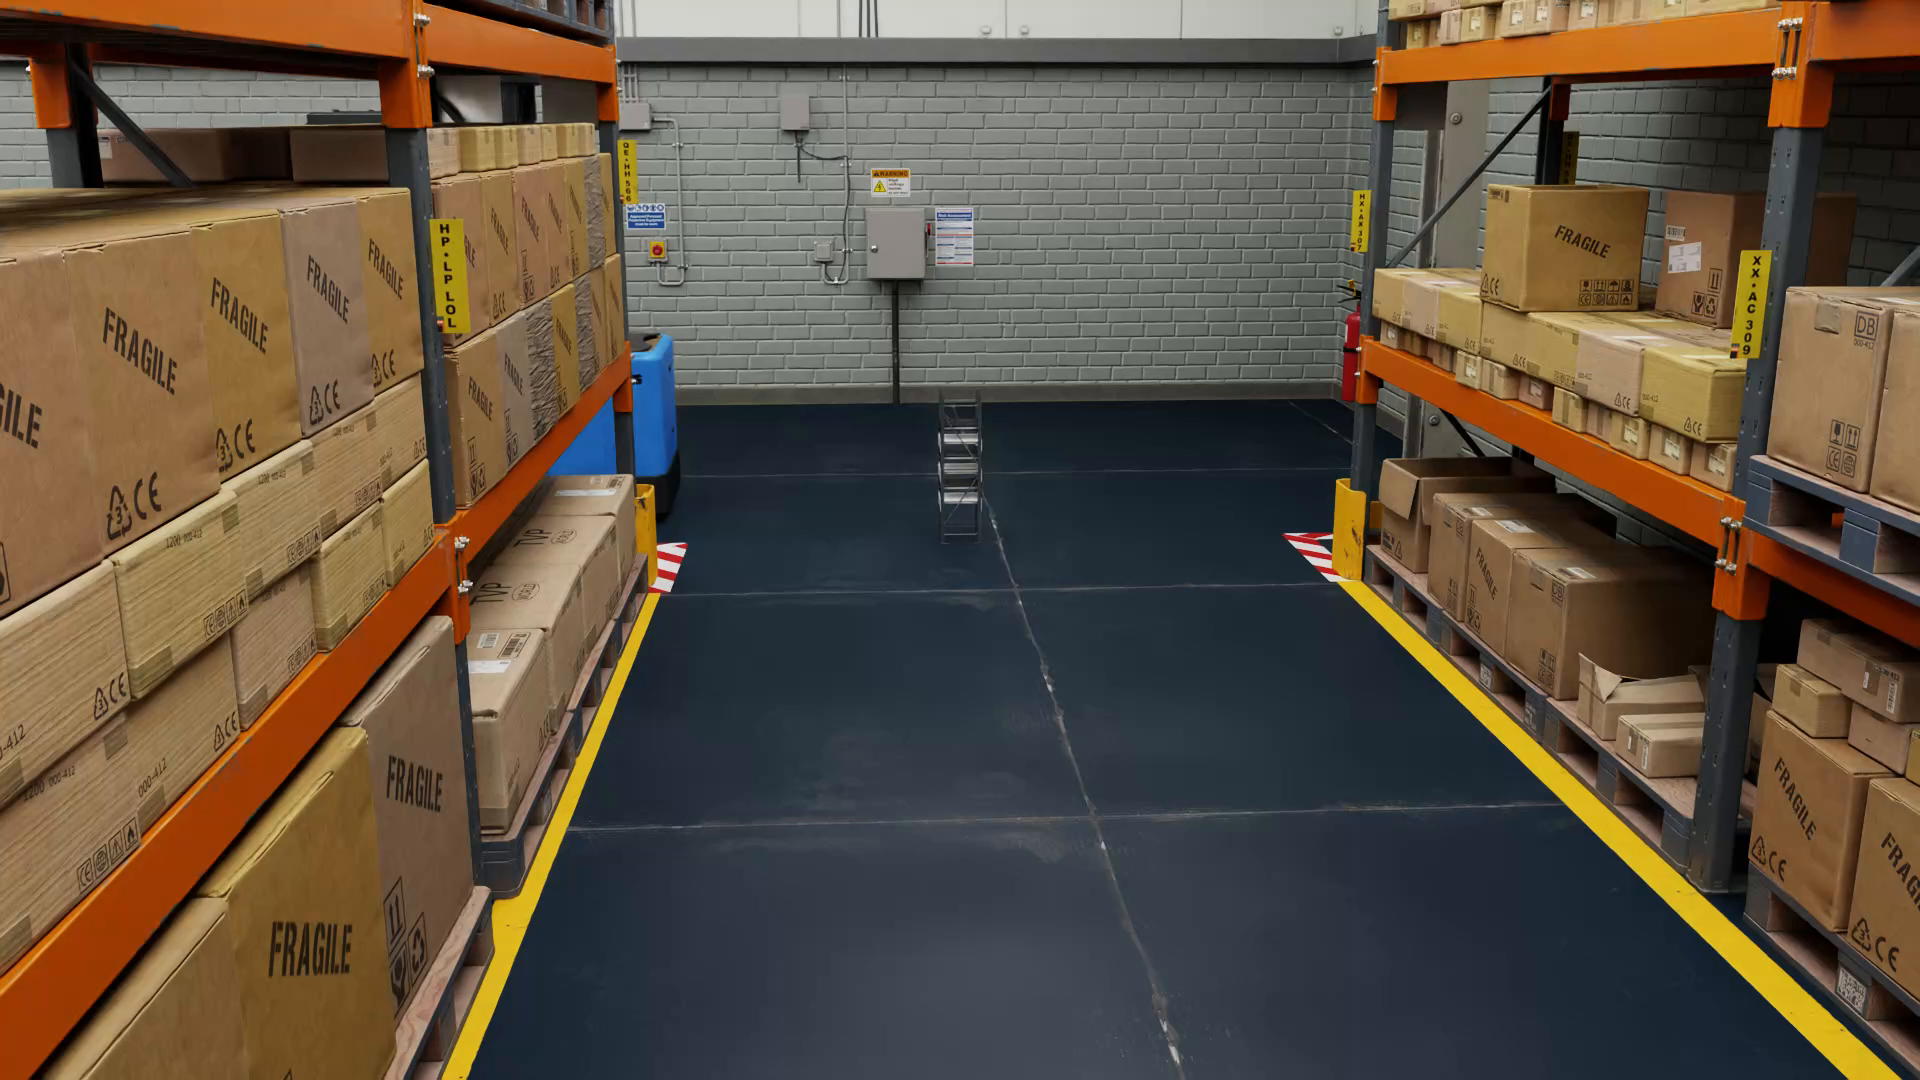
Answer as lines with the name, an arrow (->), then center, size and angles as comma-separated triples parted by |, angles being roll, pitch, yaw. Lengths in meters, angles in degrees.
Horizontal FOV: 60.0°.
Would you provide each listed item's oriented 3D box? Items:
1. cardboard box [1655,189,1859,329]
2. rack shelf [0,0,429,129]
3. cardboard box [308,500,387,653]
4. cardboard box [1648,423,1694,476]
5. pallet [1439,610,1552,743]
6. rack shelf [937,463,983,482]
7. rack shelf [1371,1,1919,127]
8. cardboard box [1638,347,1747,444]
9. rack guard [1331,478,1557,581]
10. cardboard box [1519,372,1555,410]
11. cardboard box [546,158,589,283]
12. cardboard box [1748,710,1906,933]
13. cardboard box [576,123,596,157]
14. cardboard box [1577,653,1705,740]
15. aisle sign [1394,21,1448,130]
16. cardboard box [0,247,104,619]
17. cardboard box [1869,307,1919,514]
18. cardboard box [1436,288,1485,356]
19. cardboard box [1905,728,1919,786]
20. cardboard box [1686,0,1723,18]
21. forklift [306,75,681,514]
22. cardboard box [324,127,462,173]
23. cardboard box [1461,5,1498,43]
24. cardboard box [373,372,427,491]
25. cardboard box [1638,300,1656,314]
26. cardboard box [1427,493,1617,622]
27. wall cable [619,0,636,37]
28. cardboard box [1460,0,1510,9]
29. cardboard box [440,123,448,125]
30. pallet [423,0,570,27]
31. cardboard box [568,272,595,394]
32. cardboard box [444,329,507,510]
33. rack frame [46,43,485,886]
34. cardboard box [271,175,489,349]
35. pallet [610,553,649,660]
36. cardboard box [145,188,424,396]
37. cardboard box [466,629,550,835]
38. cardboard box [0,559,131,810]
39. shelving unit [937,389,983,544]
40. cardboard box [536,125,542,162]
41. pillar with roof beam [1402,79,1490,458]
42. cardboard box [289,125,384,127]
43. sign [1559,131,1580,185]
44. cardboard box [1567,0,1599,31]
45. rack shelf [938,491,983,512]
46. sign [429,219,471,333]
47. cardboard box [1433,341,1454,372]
cardboard box -> 3.113, -1.113, 6.531 | 0.500, 0.500, 0.500 | -1, 14, -5
rack shelf -> -1.890, -0.833, 2.669 | 1.077, 0.370, 4.000 | -1, 14, -3
cardboard box -> -1.704, 0.081, 3.994 | 0.500, 0.250, 0.500 | -1, 14, -4
cardboard box -> 2.630, -0.322, 5.762 | 0.380, 0.149, 0.250 | 0, 14, -2
pallet -> 2.820, 0.572, 7.381 | 1.003, 0.211, 1.213 | -1, 14, -3
rack shelf -> -0.001, -0.406, 9.930 | 0.258, 0.077, 0.200 | -1, 14, -3
rack shelf -> 2.816, -1.905, 6.836 | 1.077, 0.370, 4.000 | -1, 14, -3
cardboard box -> 2.665, -0.498, 5.647 | 0.500, 0.250, 0.500 | -1, 14, -2
rack guard -> 2.697, -0.069, 9.292 | 1.175, 0.500, 0.348 | -1, 14, -3
cardboard box -> 2.590, -0.642, 7.004 | 0.380, 0.149, 0.250 | -1, 14, -4
cardboard box -> -1.905, -1.385, 7.182 | 0.500, 0.500, 0.500 | -1, 14, -4
cardboard box -> 2.745, 0.827, 4.965 | 0.500, 0.500, 0.500 | 0, 14, -1
cardboard box -> -1.900, -1.856, 7.711 | 0.380, 0.149, 0.250 | -1, 14, -4
cardboard box -> 2.590, 0.594, 6.342 | 0.396, 0.266, 0.258 | 0, 14, -1
aisle sign -> 2.395, -2.570, 8.778 | 0.394, 0.787, 0.004 | -1, 14, -3
cardboard box -> -1.610, -0.143, 2.354 | 0.500, 0.500, 0.500 | 0, 14, -2
cardboard box -> 2.779, -0.303, 4.141 | 0.700, 0.500, 0.500 | -1, 14, -3
cardboard box -> 2.517, -1.002, 7.604 | 0.500, 0.250, 0.500 | -1, 14, -4
cardboard box -> 2.818, 0.614, 4.492 | 0.380, 0.149, 0.250 | -2, 15, -6
cardboard box -> 2.611, -1.781, 5.412 | 0.380, 0.149, 0.250 | -1, 14, -4
forklift -> -3.369, -1.610, 10.402 | 3.031, 2.935, 1.130 | -1, 14, -5
cardboard box -> -1.864, -1.282, 5.480 | 0.380, 0.149, 0.250 | -1, 14, -4
cardboard box -> 2.457, -2.289, 7.389 | 0.380, 0.149, 0.250 | -1, 14, -4
cardboard box -> -1.744, -0.290, 4.431 | 0.500, 0.250, 0.500 | -1, 14, -3
cardboard box -> 3.074, -0.878, 7.124 | 0.500, 0.250, 0.500 | -1, 14, -4
cardboard box -> 2.649, 0.075, 7.887 | 0.700, 0.500, 0.500 | 0, 14, -1
wall cable -> -2.896, -5.537, 13.486 | 0.463, 3.000, 0.029 | -1, 14, -3
cardboard box -> 2.518, -2.455, 7.231 | 0.500, 0.250, 0.500 | -1, 14, -5
cardboard box -> -2.493, -1.780, 7.414 | 0.380, 0.149, 0.250 | -1, 14, -5
pallet -> -2.127, -2.142, 6.491 | 1.003, 0.211, 1.213 | -1, 14, -3
cardboard box -> -1.910, -0.901, 7.307 | 0.500, 0.500, 0.500 | 0, 14, -2
cardboard box -> -1.782, -0.395, 5.343 | 0.500, 0.500, 0.500 | 0, 14, -2
rack frame -> -2.014, -0.226, 4.886 | 1.000, 3.000, 0.127 | -1, 14, -3
cardboard box -> -1.802, -0.881, 5.224 | 0.500, 0.500, 0.500 | -1, 14, -3
pallet -> -2.134, 0.327, 8.332 | 1.003, 0.211, 1.213 | -1, 14, -3
cardboard box -> -1.736, -0.652, 4.332 | 0.500, 0.500, 0.500 | 0, 14, -2
cardboard box -> -1.946, 0.653, 5.766 | 0.875, 0.438, 0.875 | -1, 14, -4
cardboard box -> -1.601, 0.217, 2.463 | 0.500, 0.250, 0.500 | -1, 14, -4
shelving unit -> -0.001, -0.438, 9.922 | 0.258, 0.900, 0.210 | -1, 14, -3
cardboard box -> -1.908, -1.600, 6.715 | 0.380, 0.149, 0.250 | 0, 14, -2
pillar with roof beam -> -0.872, -4.822, 10.708 | 9.100, 9.000, 0.400 | -1, 14, -3
cardboard box -> -2.397, -1.525, 6.423 | 0.380, 0.149, 0.250 | -1, 14, -3
sign -> 3.247, -2.016, 8.884 | 0.100, 0.325, 0.005 | -1, 14, -3
cardboard box -> 2.583, -2.038, 6.413 | 0.380, 0.149, 0.250 | -1, 14, -3
rack shelf -> -0.001, -0.231, 9.975 | 0.258, 0.077, 0.200 | -1, 14, -3
sign -> -1.473, -0.759, 4.793 | 0.100, 0.325, 0.005 | -1, 14, -3
cardboard box -> 2.506, -0.900, 8.008 | 0.380, 0.149, 0.250 | 0, 14, -2
